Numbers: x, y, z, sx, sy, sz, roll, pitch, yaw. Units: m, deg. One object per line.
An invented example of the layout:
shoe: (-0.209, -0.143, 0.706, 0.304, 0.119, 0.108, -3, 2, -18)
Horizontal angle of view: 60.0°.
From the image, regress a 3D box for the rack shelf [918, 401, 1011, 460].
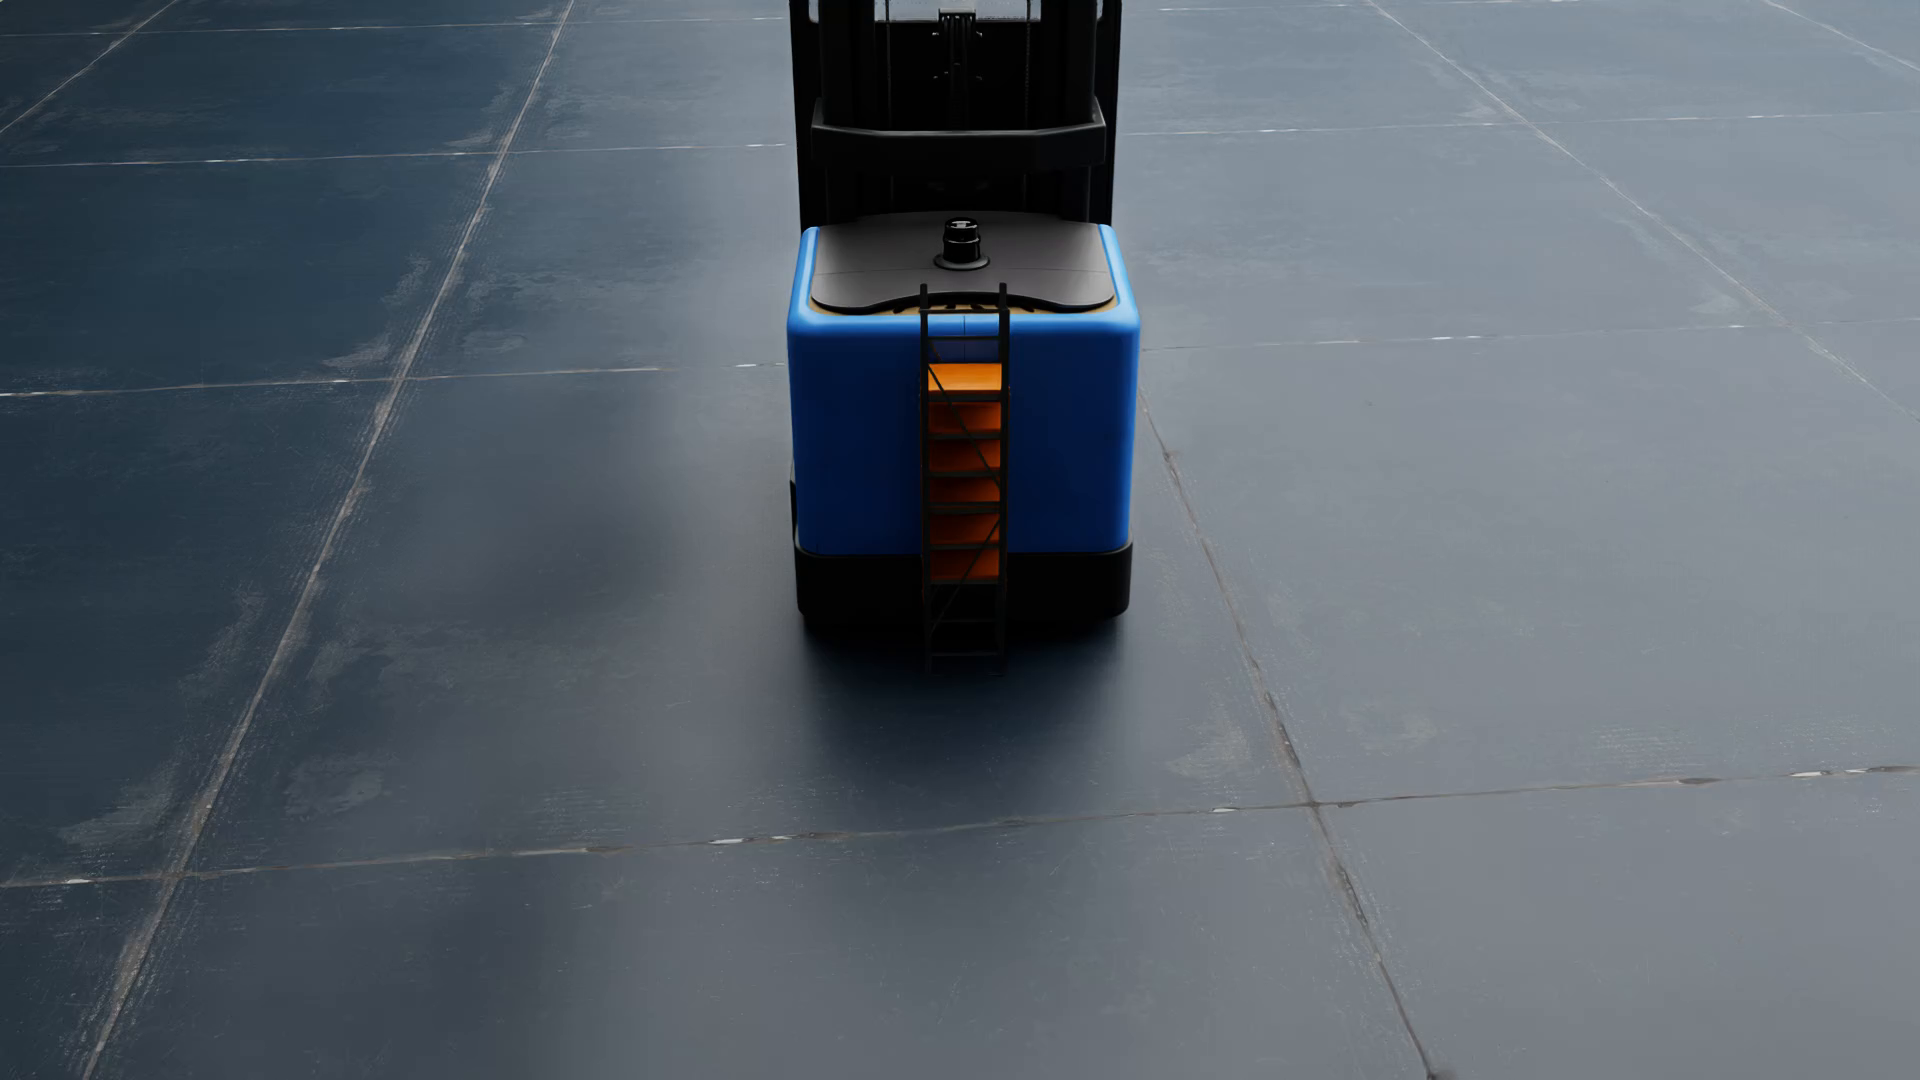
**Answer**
rack shelf: (0.012, -0.315, 4.726, 0.258, 0.103, 0.180, -1, 31, -1)

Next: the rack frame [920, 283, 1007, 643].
rack frame: (0.009, -0.194, 4.905, 0.240, 1.200, 0.006, -1, 31, -1)

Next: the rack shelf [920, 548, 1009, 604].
rack shelf: (0.012, 0.097, 4.972, 0.258, 0.103, 0.180, -1, 31, -1)

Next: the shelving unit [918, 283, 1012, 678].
shelving unit: (0.012, -0.147, 4.826, 0.258, 1.200, 0.189, -1, 31, -1)

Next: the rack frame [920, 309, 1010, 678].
rack frame: (0.014, -0.100, 4.748, 0.240, 1.200, 0.006, -1, 31, -1)

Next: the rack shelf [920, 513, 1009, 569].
rack shelf: (0.012, -0.006, 4.911, 0.258, 0.103, 0.180, -1, 31, -1)

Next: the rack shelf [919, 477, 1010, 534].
rack shelf: (0.012, -0.109, 4.849, 0.258, 0.103, 0.180, -1, 31, -1)

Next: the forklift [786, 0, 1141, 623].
forklift: (-0.020, -1.718, 5.768, 1.130, 2.935, 3.031, -1, 31, -1)

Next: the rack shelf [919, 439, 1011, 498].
rack shelf: (0.012, -0.212, 4.788, 0.258, 0.103, 0.180, -1, 31, -1)

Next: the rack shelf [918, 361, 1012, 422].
rack shelf: (0.012, -0.418, 4.665, 0.258, 0.103, 0.180, -1, 31, -1)
